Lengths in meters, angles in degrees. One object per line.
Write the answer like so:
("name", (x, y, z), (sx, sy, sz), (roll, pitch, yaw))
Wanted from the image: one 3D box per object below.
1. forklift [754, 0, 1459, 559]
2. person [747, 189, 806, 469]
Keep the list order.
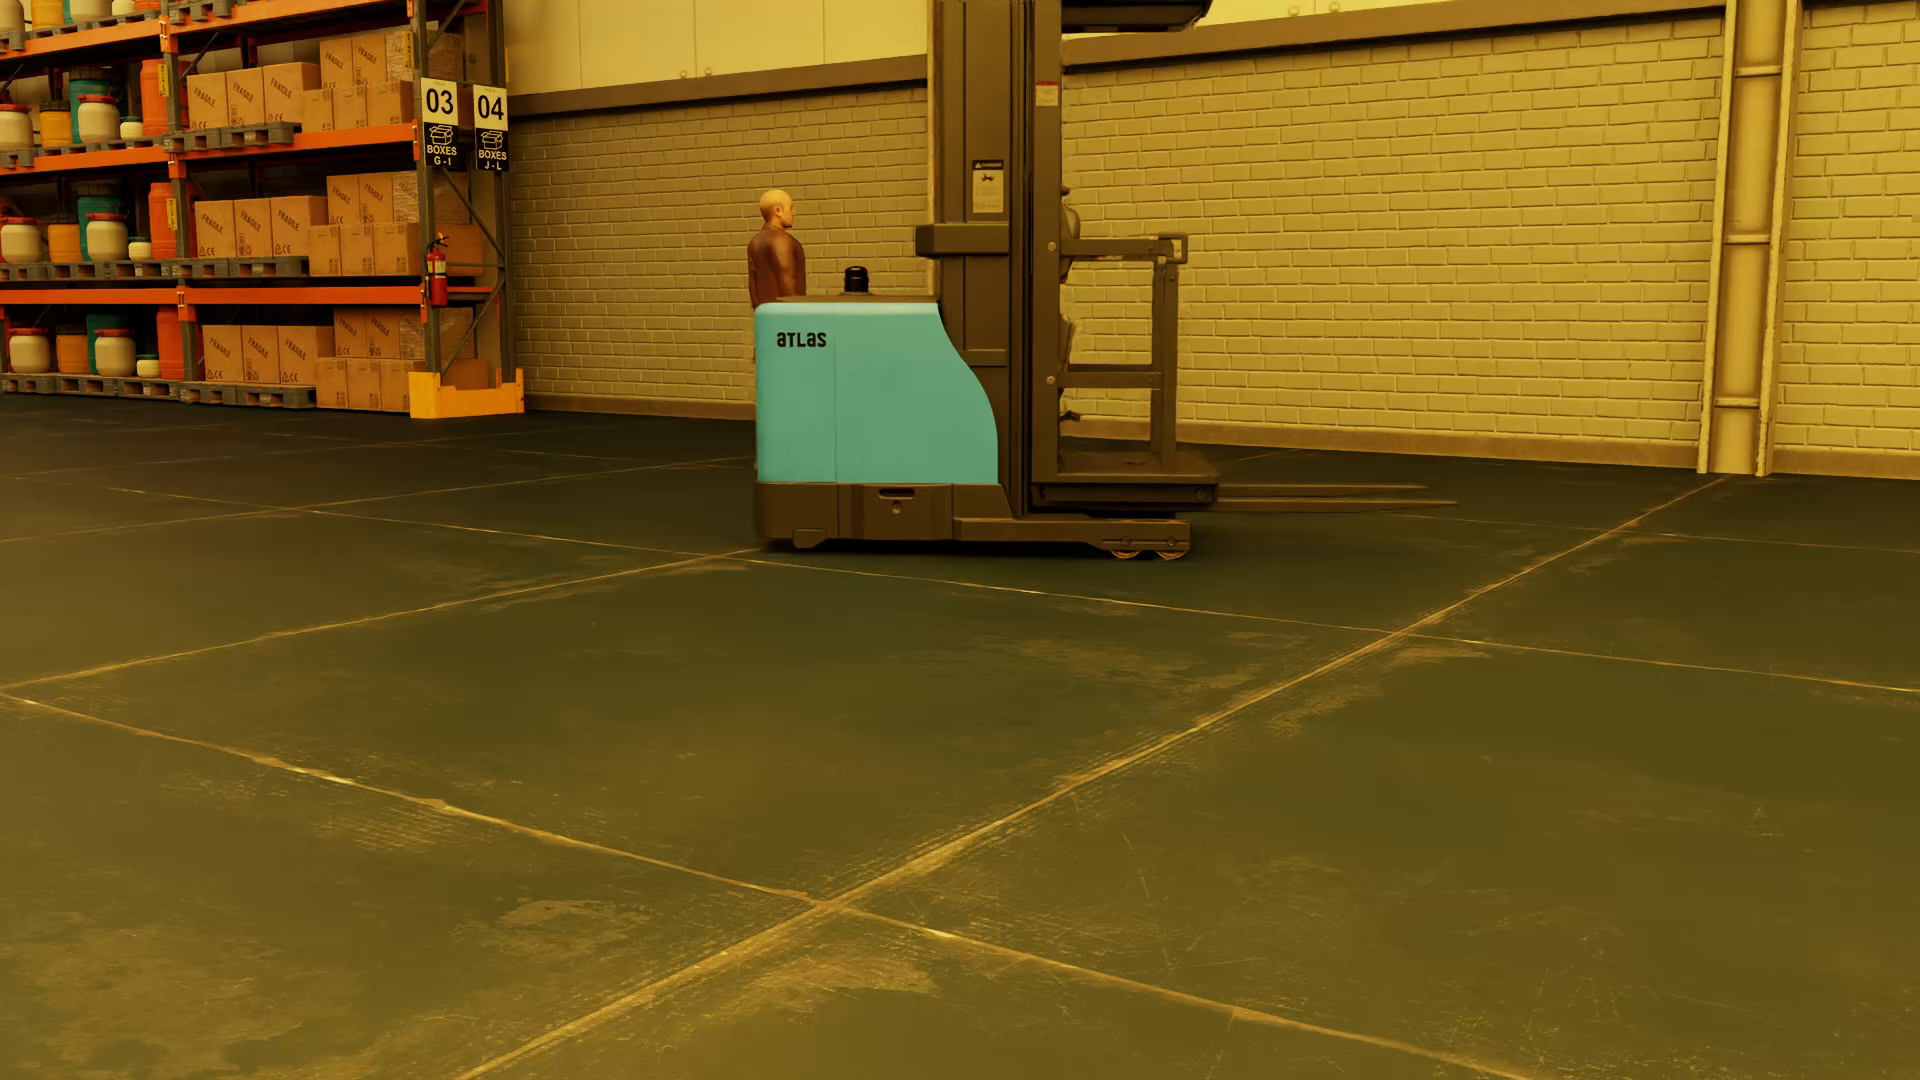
("forklift", (0.646, -1.447, 7.368), (3.031, 2.935, 1.130), (1, 8, 4))
("person", (-1.118, -1.331, 10.629), (0.384, 1.783, 0.563), (-5, 9, -29))
